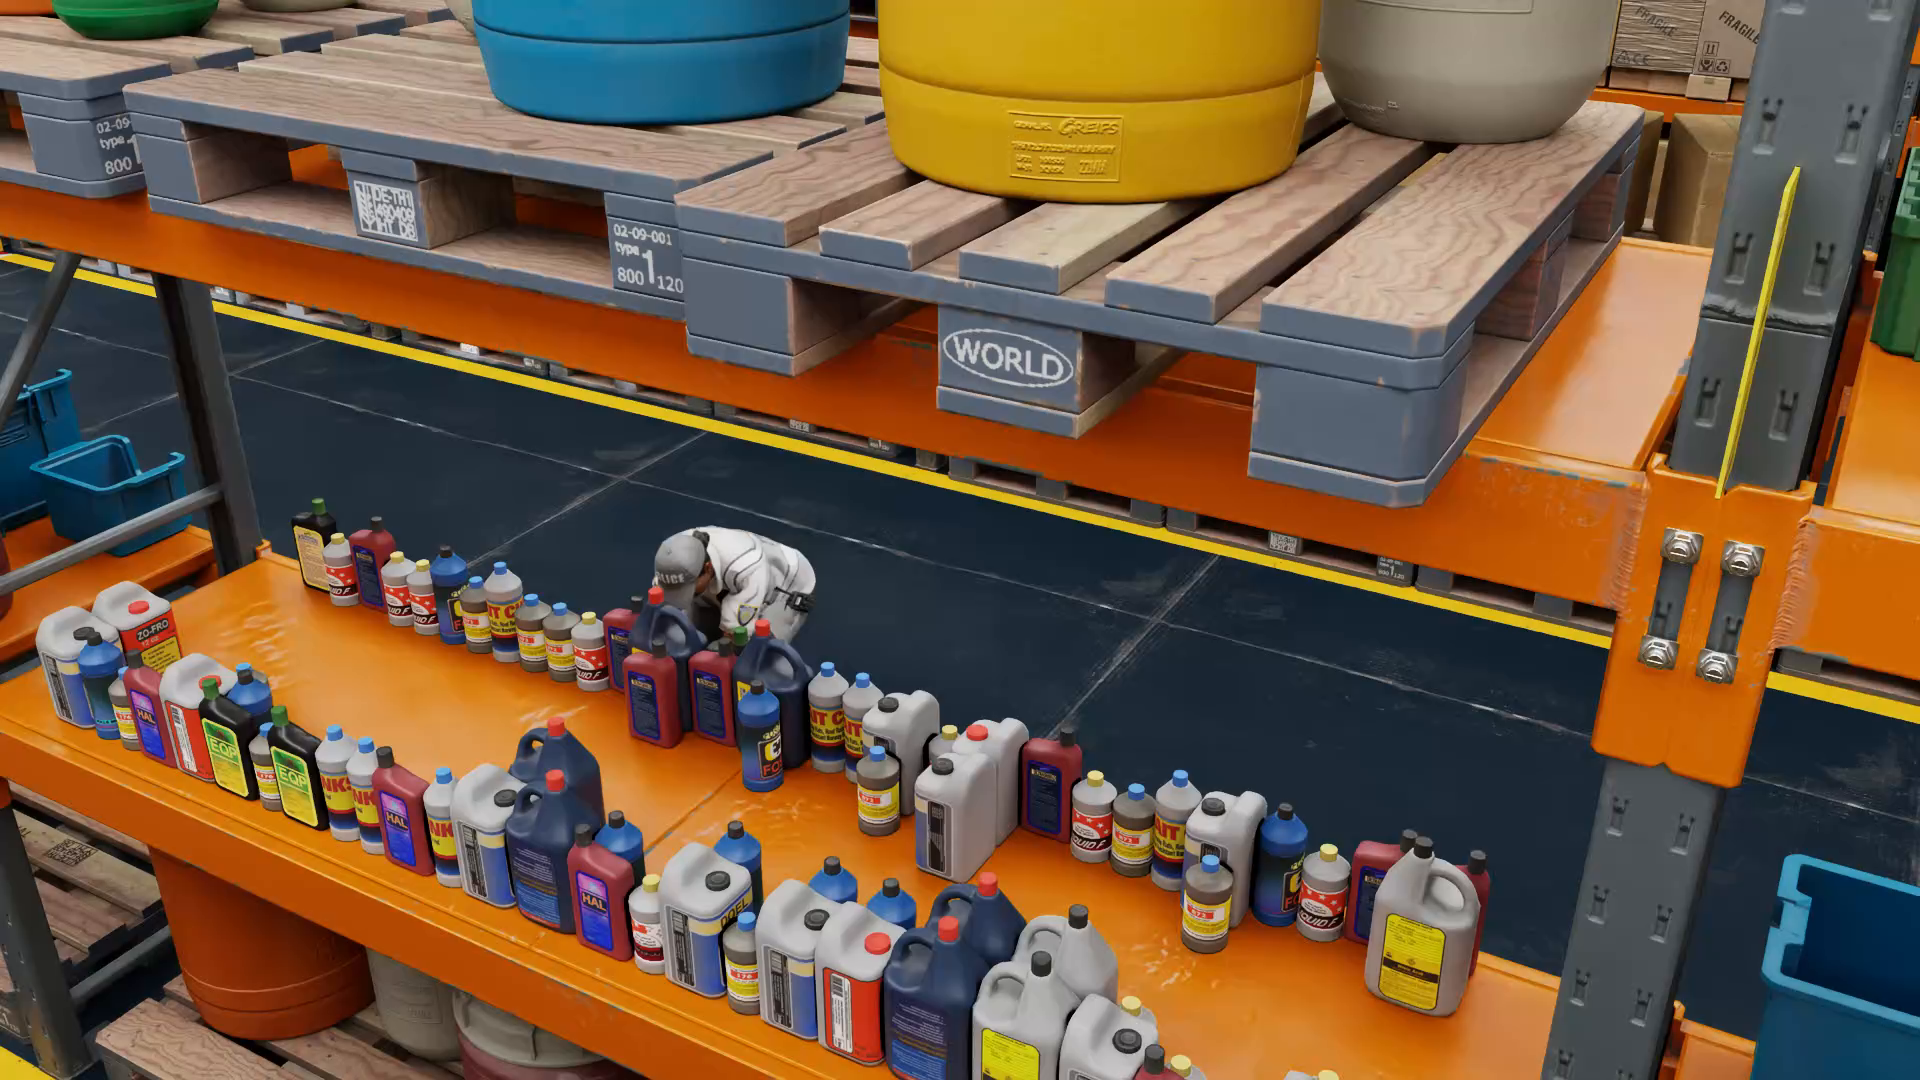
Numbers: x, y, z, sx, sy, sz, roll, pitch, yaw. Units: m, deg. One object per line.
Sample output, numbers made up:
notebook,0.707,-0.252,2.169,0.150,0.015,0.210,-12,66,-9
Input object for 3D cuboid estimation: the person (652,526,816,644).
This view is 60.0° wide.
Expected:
person,-0.891,0.291,6.334,0.493,0.962,0.844,14,30,25
